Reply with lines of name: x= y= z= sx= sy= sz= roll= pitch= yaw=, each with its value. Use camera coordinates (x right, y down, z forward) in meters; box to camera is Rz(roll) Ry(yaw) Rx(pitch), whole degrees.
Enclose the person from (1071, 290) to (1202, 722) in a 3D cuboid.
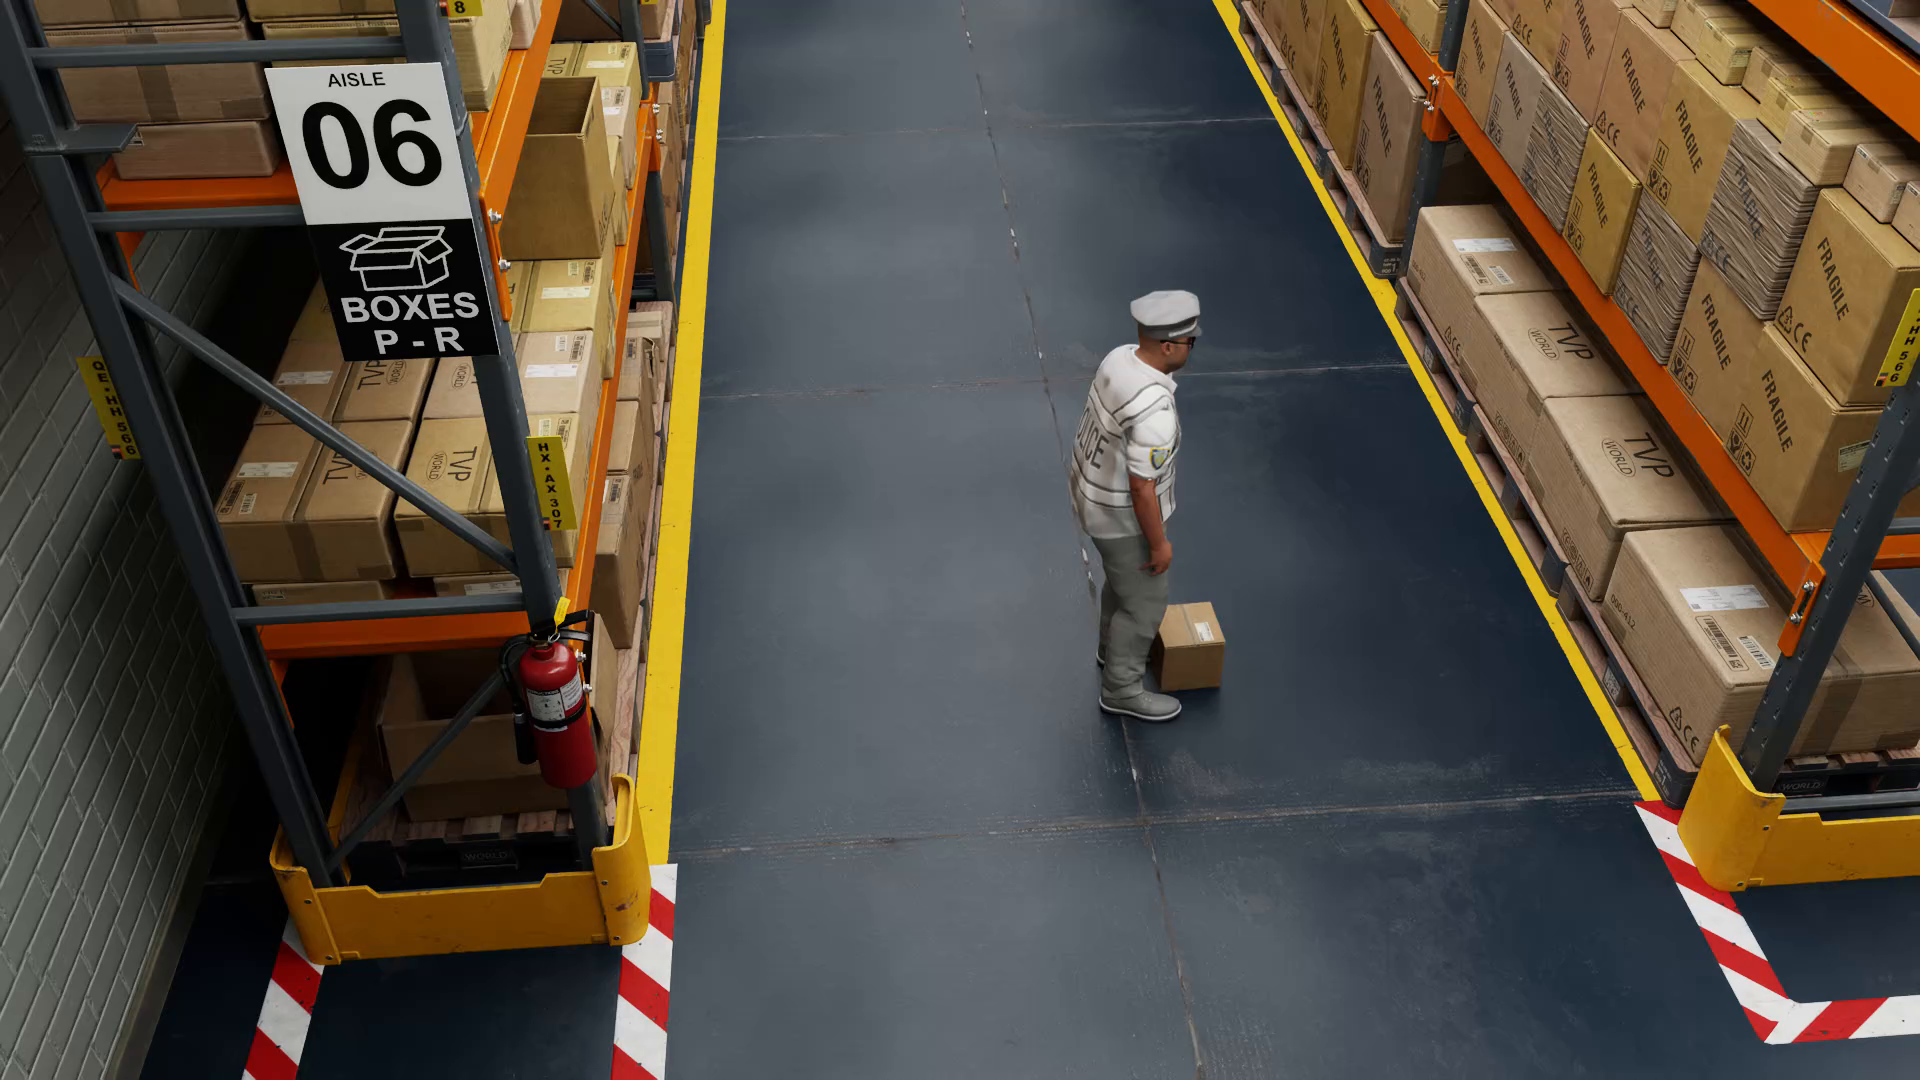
person: x=0.667 y=-0.129 z=6.308 sx=0.479 sy=1.747 sz=0.605 roll=-5 pitch=39 yaw=-7
